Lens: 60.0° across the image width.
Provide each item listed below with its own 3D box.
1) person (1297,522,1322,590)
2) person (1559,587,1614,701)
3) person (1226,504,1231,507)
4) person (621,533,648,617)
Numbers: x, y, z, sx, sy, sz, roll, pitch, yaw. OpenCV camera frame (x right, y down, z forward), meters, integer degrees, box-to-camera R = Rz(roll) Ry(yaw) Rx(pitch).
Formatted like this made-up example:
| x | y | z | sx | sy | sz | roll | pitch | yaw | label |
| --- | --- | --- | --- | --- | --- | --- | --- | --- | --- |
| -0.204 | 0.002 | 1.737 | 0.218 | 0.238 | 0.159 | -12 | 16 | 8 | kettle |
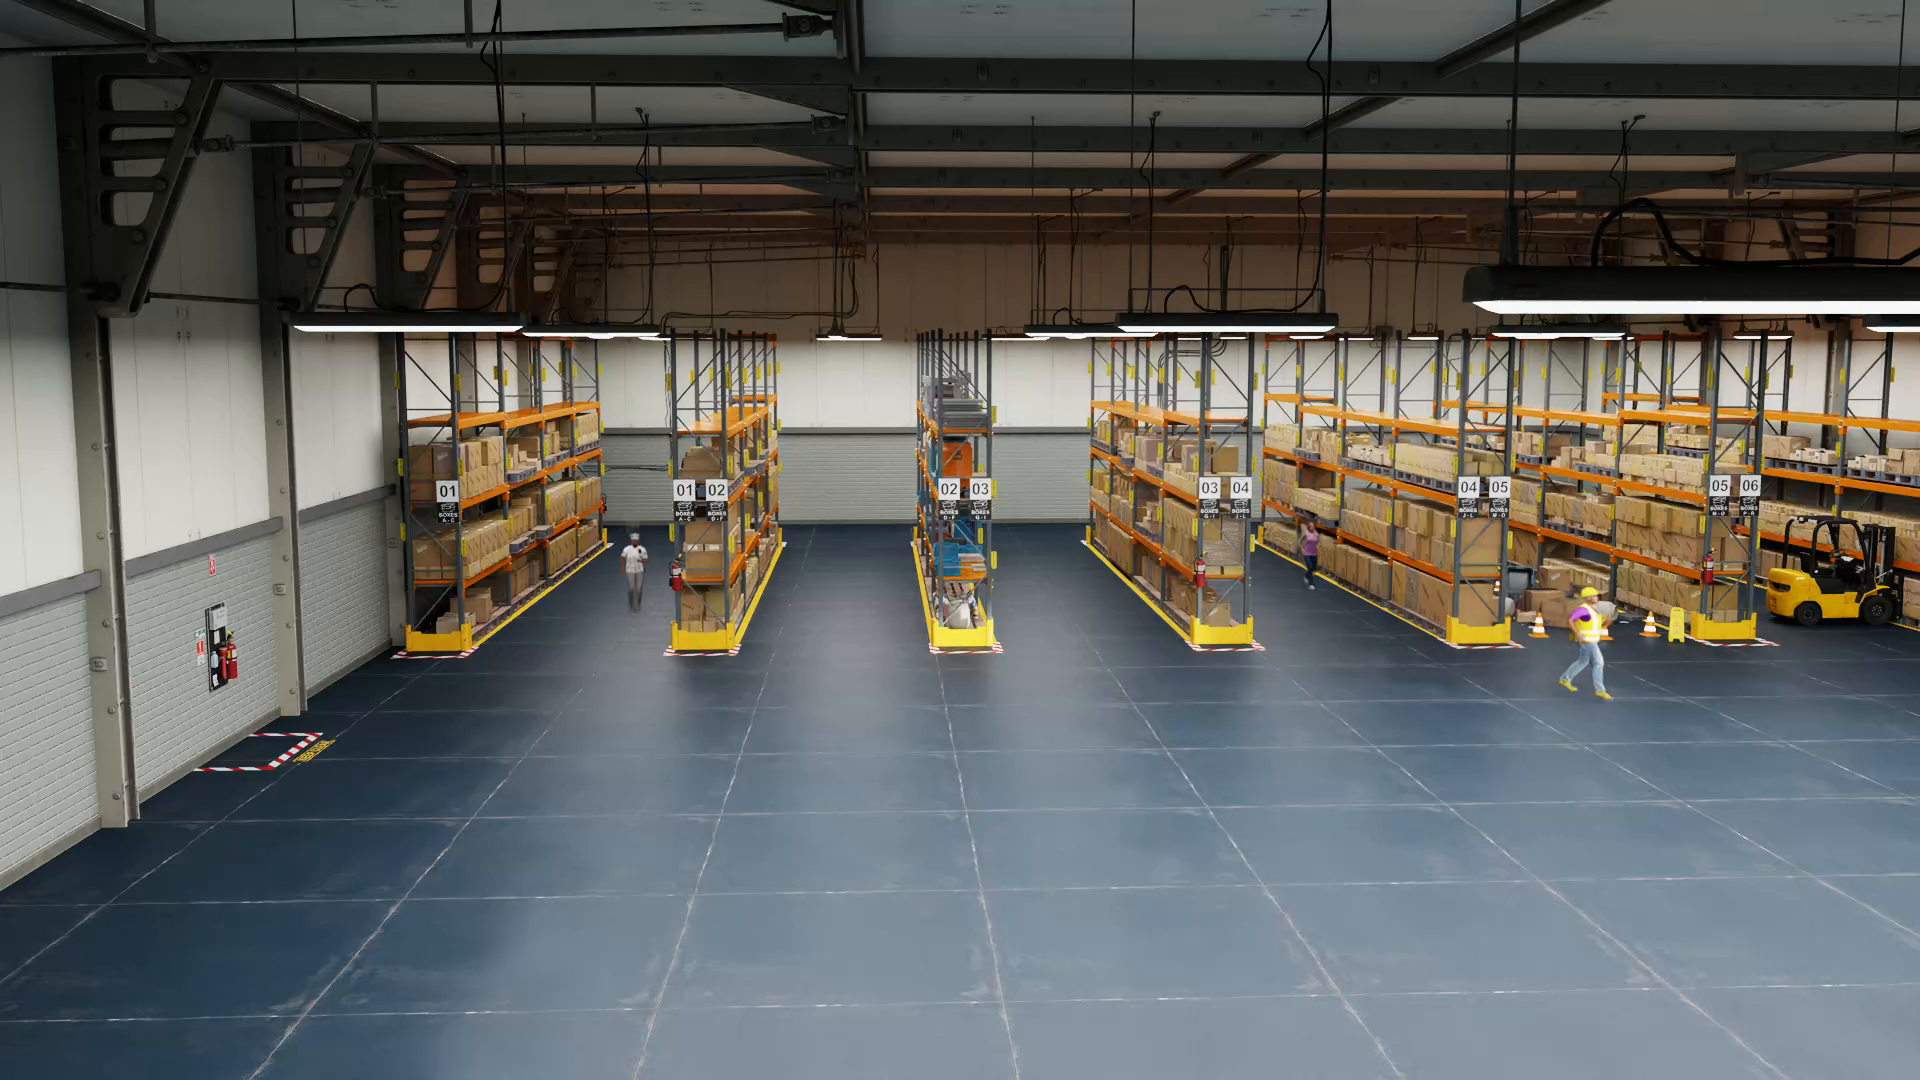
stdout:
| x | y | z | sx | sy | sz | roll | pitch | yaw | label |
| --- | --- | --- | --- | --- | --- | --- | --- | --- | --- |
| 8.191 | 0.355 | 38.904 | 0.558 | 1.584 | 0.723 | -1 | 7 | -9 | person |
| 10.187 | 1.658 | 26.955 | 0.893 | 1.802 | 0.687 | 4 | 8 | 31 | person |
| 7.449 | -0.471 | 45.862 | 0.592 | 1.599 | 0.548 | 0 | 7 | 2 | person |
| -6.898 | 0.726 | 35.315 | 0.547 | 1.756 | 0.761 | -2 | 7 | -16 | person |
